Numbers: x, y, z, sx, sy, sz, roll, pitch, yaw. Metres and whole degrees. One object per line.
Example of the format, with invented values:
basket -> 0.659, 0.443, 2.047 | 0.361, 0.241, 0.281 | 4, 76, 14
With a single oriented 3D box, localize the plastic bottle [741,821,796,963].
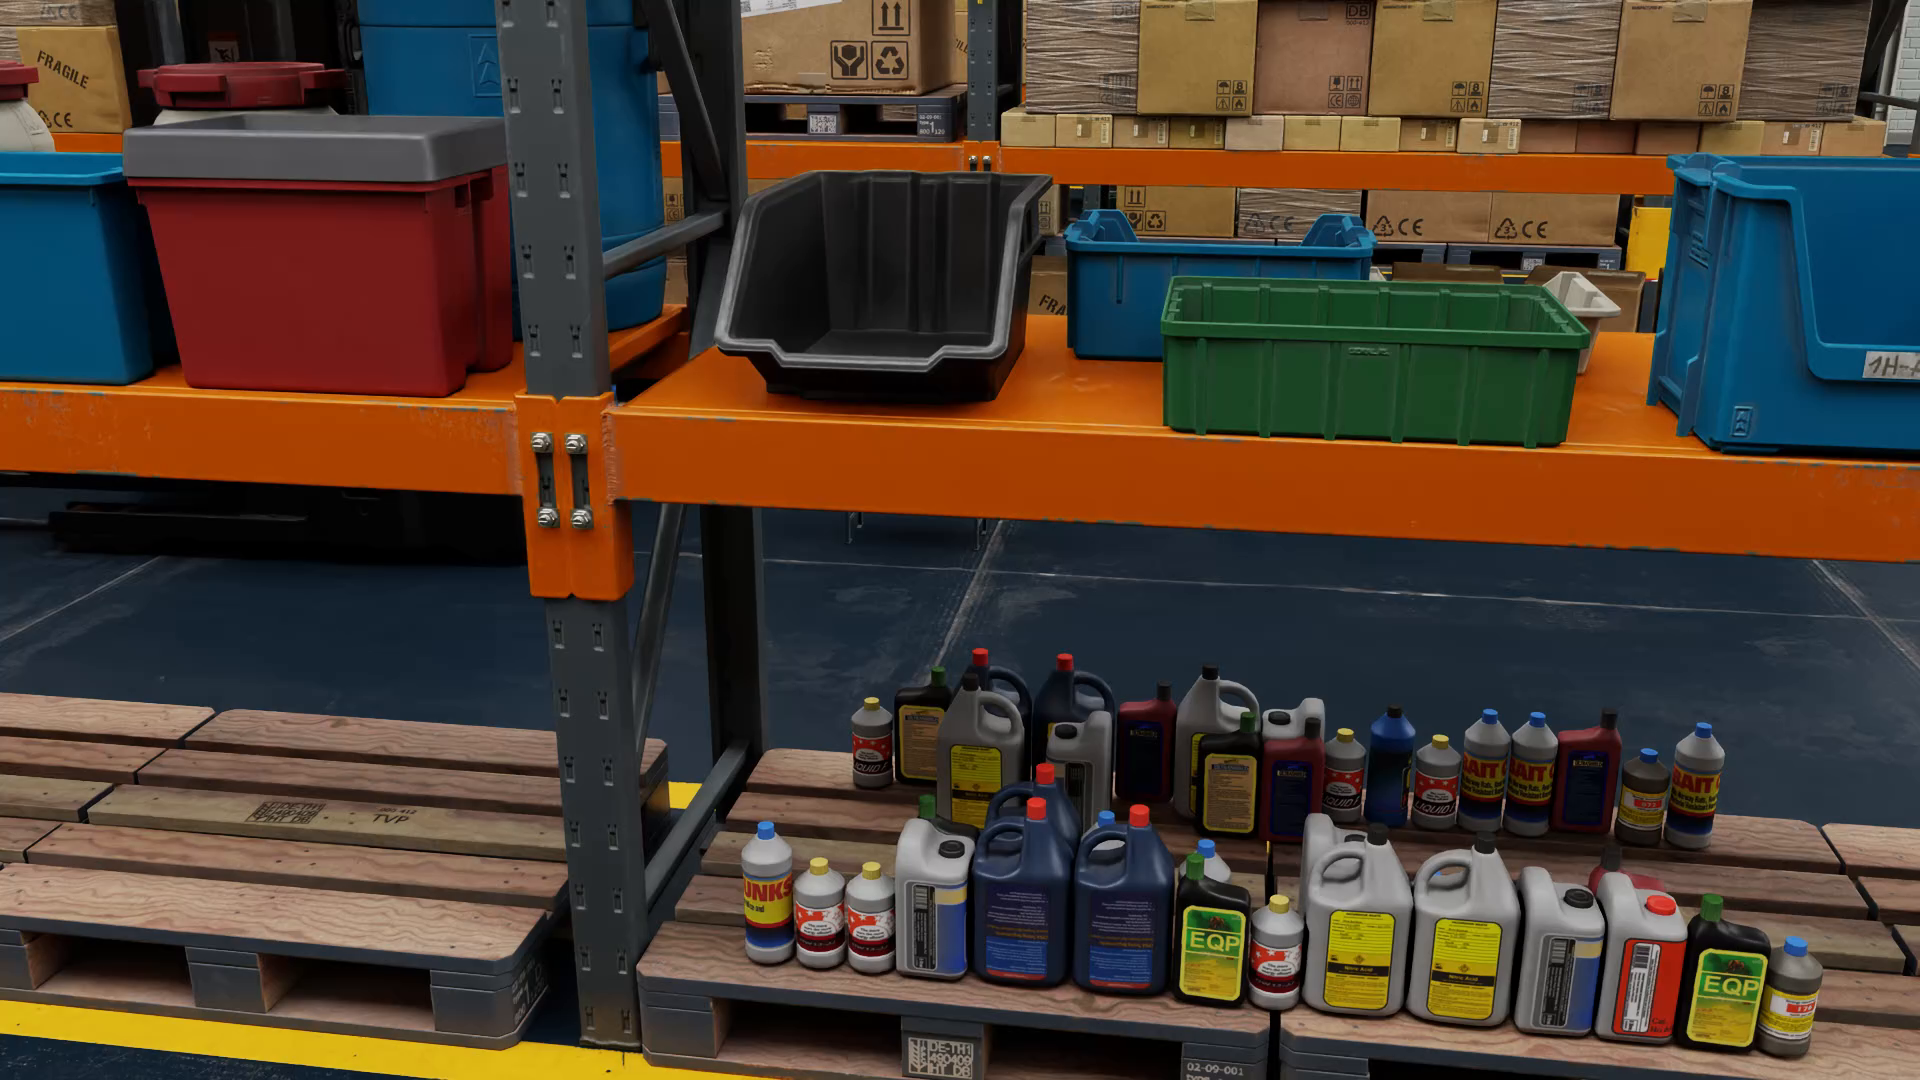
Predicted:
plastic bottle -> -0.368, 0.667, 3.188 | 0.097, 0.271, 0.097 | 0, 18, 0

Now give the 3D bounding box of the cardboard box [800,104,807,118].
cardboard box -> -1.872, -5.952, 22.642 | 0.500, 0.500, 0.500 | 3, 19, 10

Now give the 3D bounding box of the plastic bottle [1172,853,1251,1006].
plastic bottle -> 0.461, 0.710, 3.042 | 0.133, 0.283, 0.061 | 4, 19, 11

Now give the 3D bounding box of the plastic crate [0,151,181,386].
plastic crate -> -1.751, -0.522, 3.160 | 0.575, 0.384, 0.392 | 3, 19, 9

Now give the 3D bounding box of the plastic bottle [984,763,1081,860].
plastic bottle -> 0.141, 0.602, 3.259 | 0.185, 0.351, 0.144 | 3, 19, 9

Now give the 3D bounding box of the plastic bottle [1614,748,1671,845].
plastic bottle -> 1.494, 0.554, 3.636 | 0.097, 0.201, 0.097 | 0, 18, 0

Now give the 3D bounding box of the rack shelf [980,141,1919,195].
rack shelf -> 2.148, -1.681, 7.734 | 4.000, 0.370, 1.077 | 3, 19, 9

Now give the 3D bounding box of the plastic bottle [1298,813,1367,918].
plastic bottle -> 0.723, 0.666, 3.186 | 0.135, 0.276, 0.152 | 3, 19, 9

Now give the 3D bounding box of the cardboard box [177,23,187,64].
cardboard box -> -4.213, -2.481, 8.834 | 0.500, 0.500, 0.500 | 3, 19, 10

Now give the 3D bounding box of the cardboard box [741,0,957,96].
cardboard box -> -0.589, -2.690, 8.009 | 1.000, 1.000, 1.000 | 3, 19, 9

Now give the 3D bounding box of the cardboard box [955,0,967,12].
cardboard box -> 0.060, -4.242, 12.520 | 0.500, 0.500, 0.700 | 3, 19, 8

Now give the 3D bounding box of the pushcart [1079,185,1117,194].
pushcart -> 1.433, -3.267, 15.473 | 0.936, 0.377, 1.648 | -3, 19, -10

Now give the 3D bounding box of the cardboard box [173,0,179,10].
cardboard box -> -5.994, -4.247, 13.064 | 0.250, 0.149, 0.380 | 3, 19, 9

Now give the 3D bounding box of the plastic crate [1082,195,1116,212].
plastic crate -> 1.439, -2.767, 14.187 | 0.662, 0.188, 0.450 | 14, 33, 37

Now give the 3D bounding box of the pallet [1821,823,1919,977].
pallet -> 2.453, 0.921, 3.218 | 1.213, 0.211, 1.003 | 3, 19, 9

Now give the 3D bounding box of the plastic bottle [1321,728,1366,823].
plastic bottle -> 0.858, 0.522, 3.733 | 0.097, 0.201, 0.097 | 0, 18, 0

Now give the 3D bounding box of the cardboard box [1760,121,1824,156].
cardboard box -> 3.561, -1.765, 7.247 | 0.250, 0.149, 0.380 | 3, 19, 9

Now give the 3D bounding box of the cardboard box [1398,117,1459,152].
cardboard box -> 2.075, -1.829, 7.438 | 0.250, 0.149, 0.380 | 3, 19, 9

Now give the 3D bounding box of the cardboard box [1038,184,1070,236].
cardboard box -> 0.432, -2.807, 12.849 | 0.750, 0.750, 1.050 | 3, 19, 8

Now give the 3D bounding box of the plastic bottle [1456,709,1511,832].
plastic bottle -> 1.159, 0.504, 3.676 | 0.097, 0.271, 0.097 | 0, 18, 0

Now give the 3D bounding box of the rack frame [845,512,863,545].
rack frame -> -0.404, -0.590, 6.174 | 0.015, 1.200, 0.240 | 3, 19, 9

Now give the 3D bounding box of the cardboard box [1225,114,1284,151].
cardboard box -> 1.322, -1.843, 7.480 | 0.250, 0.149, 0.380 | 3, 19, 9

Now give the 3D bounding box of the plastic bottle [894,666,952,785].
plastic bottle -> -0.085, 0.429, 3.881 | 0.133, 0.283, 0.061 | 4, 19, 11

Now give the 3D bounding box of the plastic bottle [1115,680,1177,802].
plastic bottle -> 0.426, 0.455, 3.803 | 0.133, 0.283, 0.061 | 4, 19, 12

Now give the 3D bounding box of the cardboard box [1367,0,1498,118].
cardboard box -> 2.092, -2.201, 7.529 | 0.500, 0.500, 0.875 | 3, 19, 9

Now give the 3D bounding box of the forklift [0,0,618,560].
forklift -> -2.935, -1.508, 6.191 | 3.031, 2.935, 1.130 | 2, 19, 7

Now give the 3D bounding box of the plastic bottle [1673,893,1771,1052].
plastic bottle -> 1.336, 0.754, 2.909 | 0.133, 0.283, 0.061 | 3, 19, 10

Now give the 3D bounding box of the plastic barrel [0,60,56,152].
plastic barrel -> -2.247, -0.789, 3.721 | 0.433, 0.535, 0.433 | 0, 18, 0

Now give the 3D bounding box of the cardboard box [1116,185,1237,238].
cardboard box -> 1.669, -2.810, 12.660 | 0.875, 0.875, 0.875 | 3, 19, 9

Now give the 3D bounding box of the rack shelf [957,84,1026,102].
rack shelf -> -0.915, -3.431, 12.964 | 4.000, 0.370, 1.077 | 3, 19, 9

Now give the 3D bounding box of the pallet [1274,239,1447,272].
pallet -> 3.006, -2.226, 12.623 | 1.213, 0.211, 1.003 | 3, 19, 9

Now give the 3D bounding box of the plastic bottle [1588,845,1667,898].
plastic bottle -> 1.226, 0.700, 3.072 | 0.133, 0.283, 0.061 | 3, 19, 9

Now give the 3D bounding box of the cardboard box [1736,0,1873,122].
cardboard box -> 3.584, -2.146, 7.364 | 0.500, 0.500, 0.875 | 3, 19, 9

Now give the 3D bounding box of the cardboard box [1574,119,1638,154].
cardboard box -> 2.822, -1.804, 7.364 | 0.250, 0.149, 0.380 | 3, 19, 9

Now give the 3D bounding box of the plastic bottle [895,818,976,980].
plastic bottle -> -0.044, 0.673, 3.164 | 0.135, 0.276, 0.152 | 4, 19, 11

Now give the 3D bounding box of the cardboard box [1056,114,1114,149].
cardboard box -> 0.582, -1.882, 7.597 | 0.250, 0.149, 0.380 | 3, 19, 9

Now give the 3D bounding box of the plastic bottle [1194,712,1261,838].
plastic bottle -> 0.586, 0.510, 3.640 | 0.133, 0.283, 0.061 | 3, 19, 9

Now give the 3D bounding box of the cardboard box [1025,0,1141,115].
cardboard box -> 0.607, -2.269, 7.732 | 0.500, 0.500, 0.875 | 3, 19, 9

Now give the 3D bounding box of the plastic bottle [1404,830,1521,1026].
plastic bottle -> 0.908, 0.687, 3.003 | 0.185, 0.351, 0.144 | 4, 19, 11

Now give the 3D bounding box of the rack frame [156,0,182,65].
rack frame -> -3.776, -2.324, 8.522 | 0.127, 3.000, 1.000 | 3, 19, 9

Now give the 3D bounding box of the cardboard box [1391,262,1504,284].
cardboard box -> 2.298, -1.029, 7.928 | 0.500, 0.500, 0.500 | 5, 19, 14

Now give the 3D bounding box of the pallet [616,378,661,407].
pallet -> -1.804, -0.900, 8.660 | 1.213, 0.211, 1.003 | 3, 19, 9

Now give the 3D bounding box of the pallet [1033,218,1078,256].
pallet -> 0.286, -2.365, 13.037 | 1.213, 0.211, 1.003 | 3, 19, 9

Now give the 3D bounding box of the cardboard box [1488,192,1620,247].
cardboard box -> 4.329, -2.675, 12.258 | 0.875, 0.875, 0.875 | 3, 19, 9

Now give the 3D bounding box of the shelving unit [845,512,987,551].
shelving unit -> -0.163, -0.577, 6.138 | 0.503, 1.200, 0.258 | 3, 19, 9

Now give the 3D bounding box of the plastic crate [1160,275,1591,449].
plastic crate -> 0.683, -0.314, 2.848 | 0.662, 0.188, 0.450 | 3, 19, 9

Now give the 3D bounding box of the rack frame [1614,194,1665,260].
rack frame -> 5.009, -3.470, 11.948 | 0.127, 3.000, 1.000 | 3, 19, 9
